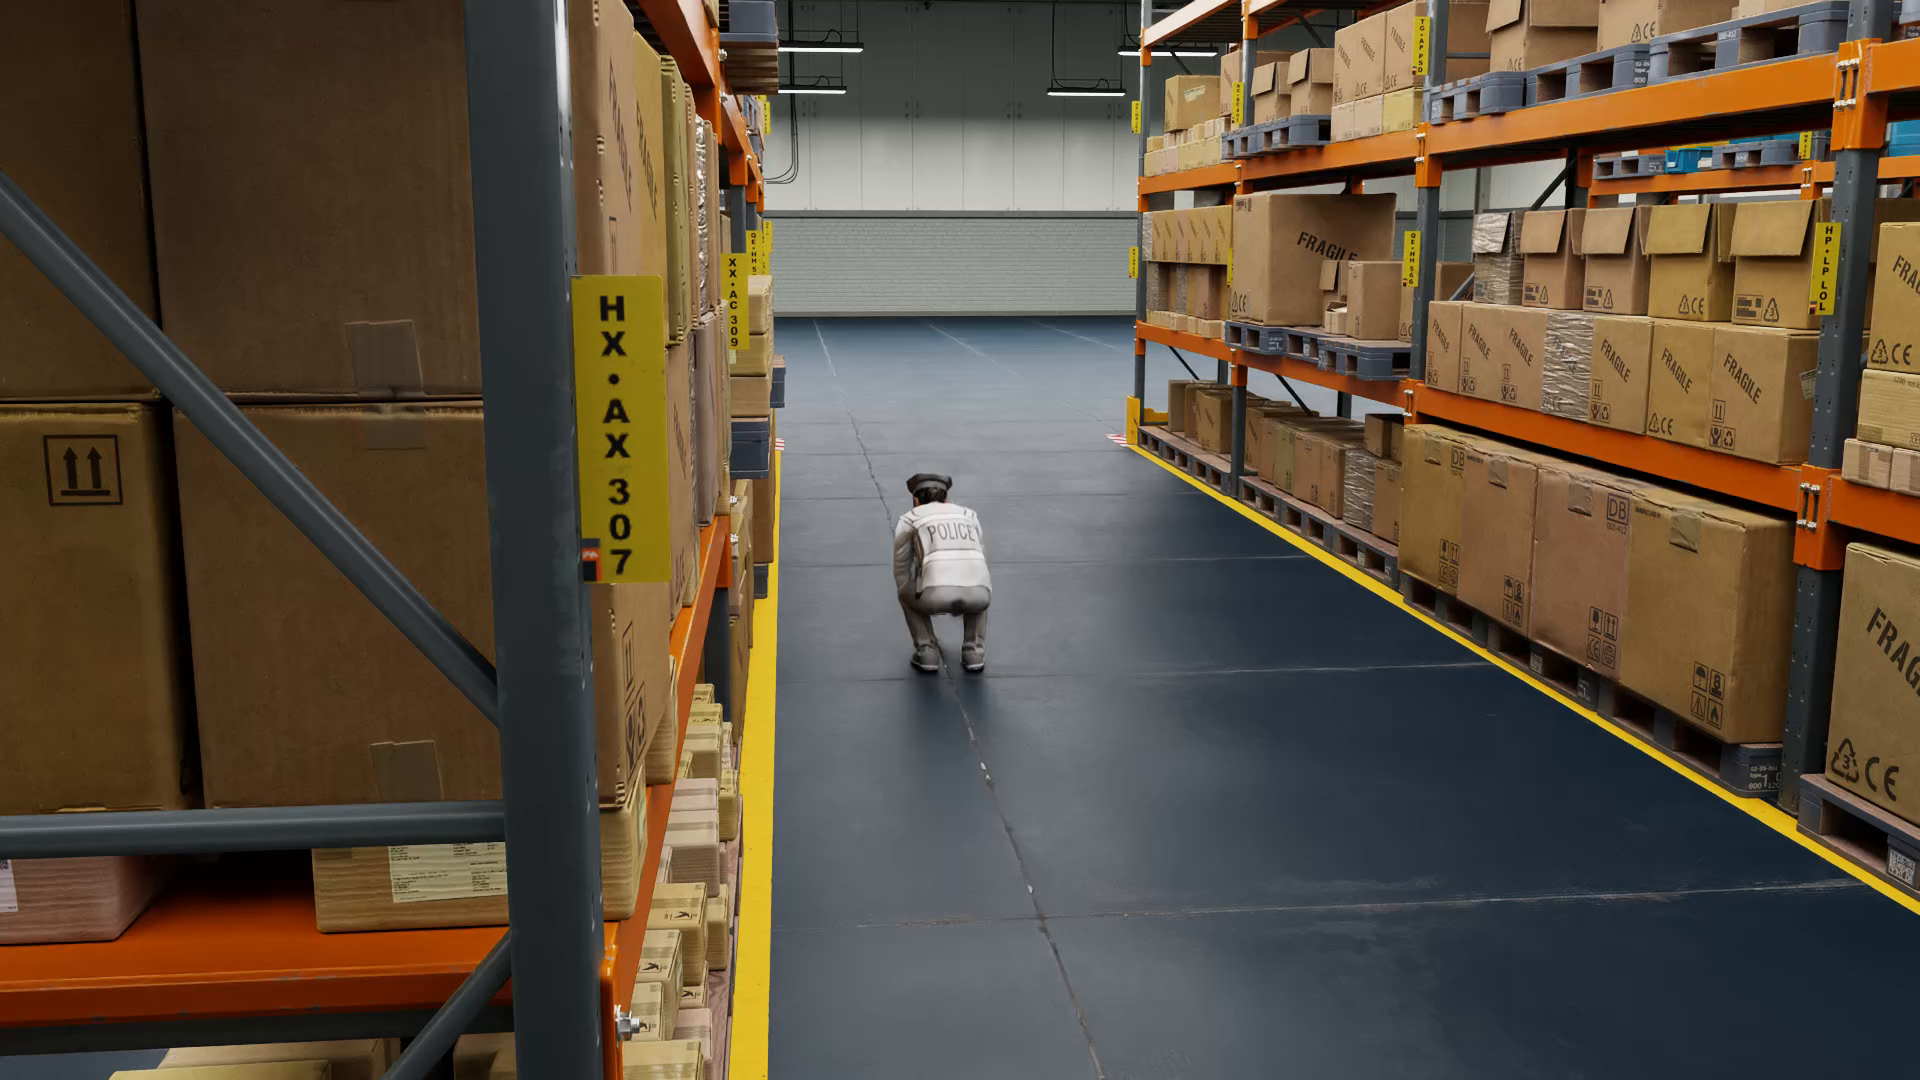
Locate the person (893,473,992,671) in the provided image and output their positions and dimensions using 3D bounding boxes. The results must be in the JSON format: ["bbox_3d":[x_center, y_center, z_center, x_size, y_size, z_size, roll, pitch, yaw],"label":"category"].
[{"bbox_3d":[-0.083,0.157,8.550,0.497,0.964,0.821,-1,10,-7],"label":"person"}]
